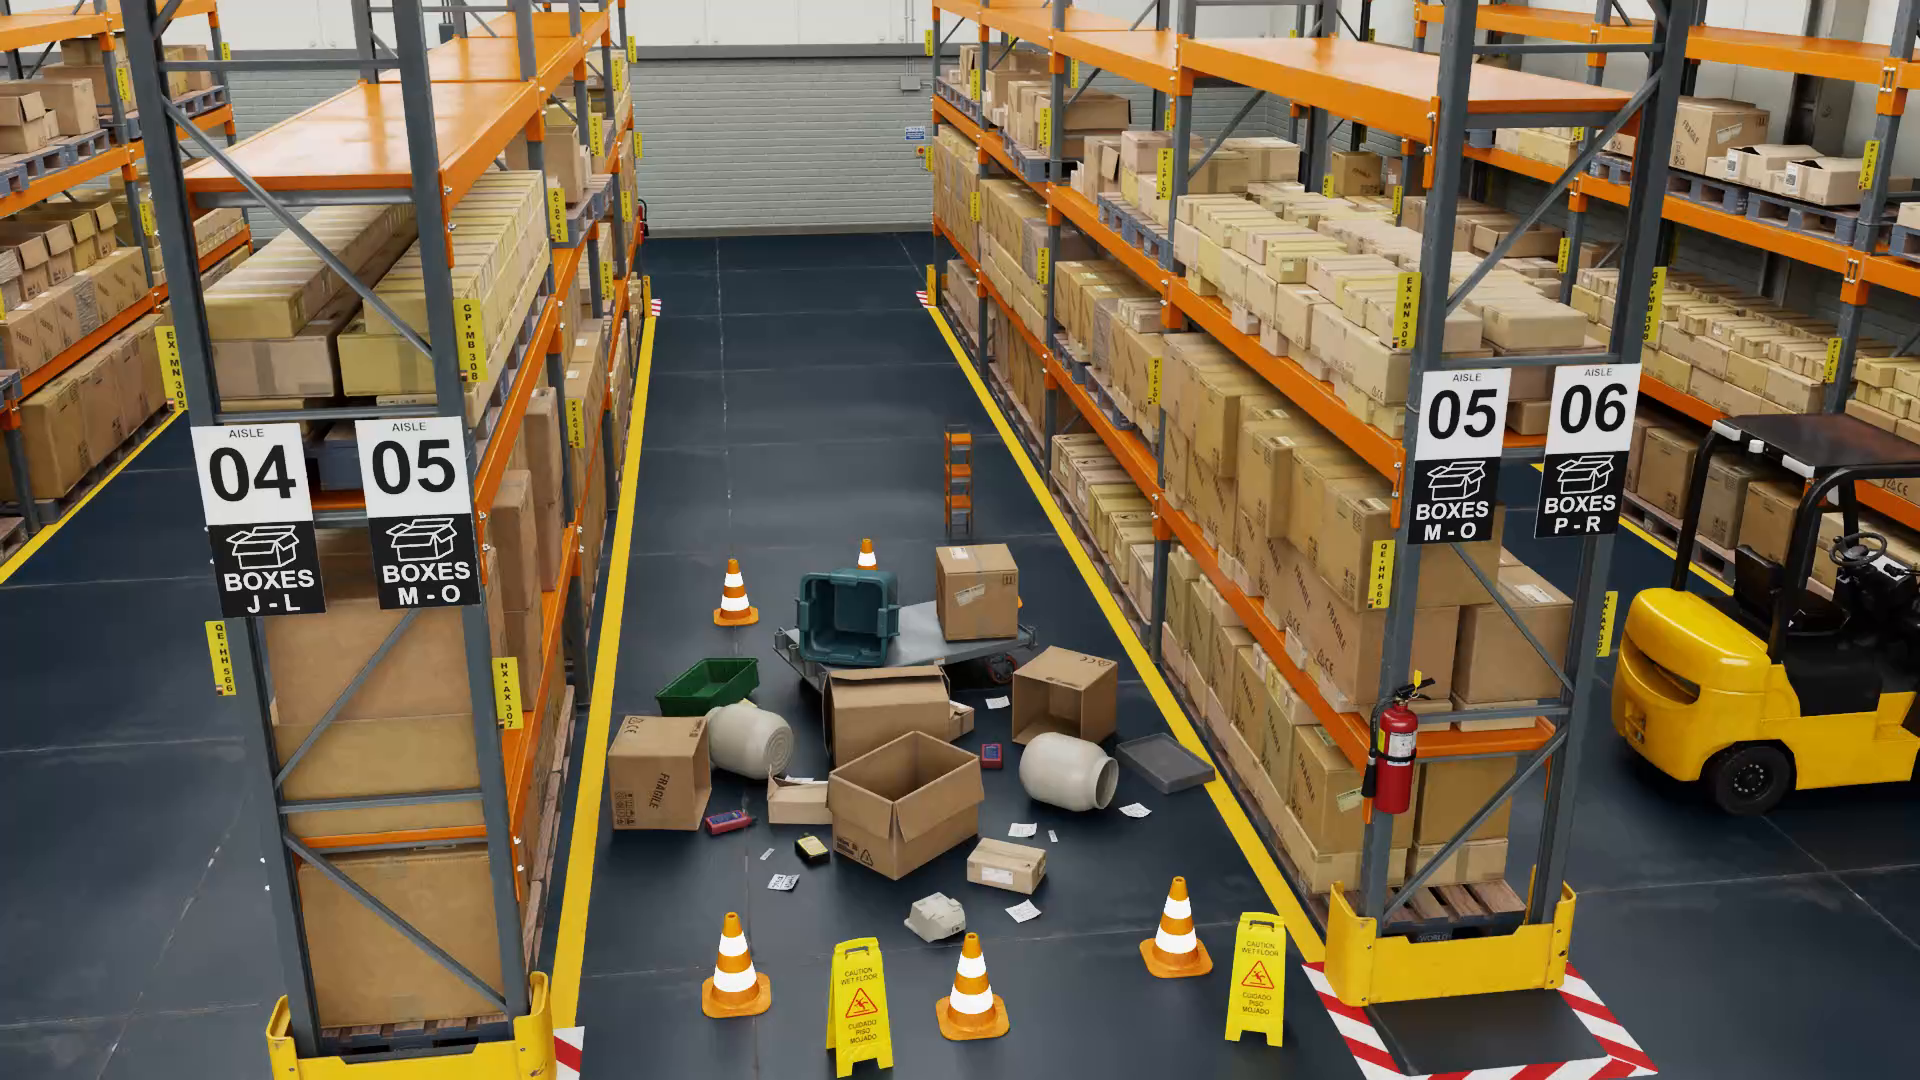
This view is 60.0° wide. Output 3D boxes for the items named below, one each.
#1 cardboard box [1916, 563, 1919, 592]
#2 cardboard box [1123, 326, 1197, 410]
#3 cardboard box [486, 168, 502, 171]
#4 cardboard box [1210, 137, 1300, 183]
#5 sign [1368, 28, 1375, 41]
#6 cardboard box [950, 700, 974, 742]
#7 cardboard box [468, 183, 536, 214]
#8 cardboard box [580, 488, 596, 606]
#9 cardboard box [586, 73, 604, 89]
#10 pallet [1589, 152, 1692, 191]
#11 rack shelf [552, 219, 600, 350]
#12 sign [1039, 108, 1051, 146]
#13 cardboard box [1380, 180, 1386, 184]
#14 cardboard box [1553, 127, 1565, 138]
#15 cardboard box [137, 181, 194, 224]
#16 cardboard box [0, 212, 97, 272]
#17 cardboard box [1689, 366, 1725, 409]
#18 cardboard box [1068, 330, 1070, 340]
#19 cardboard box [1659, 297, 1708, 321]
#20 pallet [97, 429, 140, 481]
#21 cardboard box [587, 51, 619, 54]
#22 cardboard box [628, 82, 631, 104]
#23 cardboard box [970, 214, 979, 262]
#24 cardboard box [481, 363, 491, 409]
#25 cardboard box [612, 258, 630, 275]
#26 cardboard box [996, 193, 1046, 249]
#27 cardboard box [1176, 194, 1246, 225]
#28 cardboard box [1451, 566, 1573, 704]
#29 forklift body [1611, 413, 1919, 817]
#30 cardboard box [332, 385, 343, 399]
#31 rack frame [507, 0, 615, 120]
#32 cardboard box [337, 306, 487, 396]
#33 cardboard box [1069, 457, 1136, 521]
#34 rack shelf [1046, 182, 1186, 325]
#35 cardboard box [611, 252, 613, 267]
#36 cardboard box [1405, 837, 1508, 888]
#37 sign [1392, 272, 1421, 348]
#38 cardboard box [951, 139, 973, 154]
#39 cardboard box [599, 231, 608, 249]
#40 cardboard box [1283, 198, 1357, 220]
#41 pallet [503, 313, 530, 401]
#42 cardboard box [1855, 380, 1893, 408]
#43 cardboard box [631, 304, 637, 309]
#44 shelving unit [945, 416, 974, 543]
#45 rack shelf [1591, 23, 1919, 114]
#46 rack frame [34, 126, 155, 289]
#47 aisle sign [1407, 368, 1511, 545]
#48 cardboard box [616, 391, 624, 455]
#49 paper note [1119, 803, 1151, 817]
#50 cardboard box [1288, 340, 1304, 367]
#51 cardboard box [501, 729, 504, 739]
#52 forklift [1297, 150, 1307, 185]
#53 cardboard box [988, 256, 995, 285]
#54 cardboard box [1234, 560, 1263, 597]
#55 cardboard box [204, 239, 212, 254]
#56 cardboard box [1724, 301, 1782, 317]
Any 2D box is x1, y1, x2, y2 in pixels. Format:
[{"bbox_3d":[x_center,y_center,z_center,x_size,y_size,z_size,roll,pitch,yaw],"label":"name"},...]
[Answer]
[{"bbox_3d":[6.688,0.344,10.983,0.500,0.250,0.500,-2,21,-6],"label":"cardboard box"},{"bbox_3d":[1.504,-1.263,12.216,0.500,0.500,0.500,-3,21,-7],"label":"cardboard box"},{"bbox_3d":[-3.483,-2.478,11.736,0.500,0.311,0.500,-4,21,-10],"label":"cardboard box"},{"bbox_3d":[2.101,-2.720,11.900,0.500,0.250,0.500,-3,21,-9],"label":"cardboard box"},{"bbox_3d":[5.604,-6.807,22.677,0.100,0.325,0.005,-3,21,-8],"label":"sign"},{"bbox_3d":[-0.136,1.111,10.936,0.396,0.266,0.258,17,27,39],"label":"cardboard box"},{"bbox_3d":[-2.573,-1.895,9.266,0.380,0.149,0.250,-3,21,-8],"label":"cardboard box"},{"bbox_3d":[-3.327,0.037,12.519,1.050,0.750,0.750,-3,21,-8],"label":"cardboard box"},{"bbox_3d":[-3.969,-4.914,17.803,0.380,0.149,0.250,-3,21,-9],"label":"cardboard box"},{"bbox_3d":[6.392,-3.283,14.776,1.213,0.211,1.003,-2,21,-5],"label":"pallet"},{"bbox_3d":[-3.301,-2.036,12.196,1.077,0.370,4.000,-3,21,-8],"label":"rack shelf"},{"bbox_3d":[0.744,-3.604,14.514,0.100,0.325,0.005,-3,21,-8],"label":"sign"},{"bbox_3d":[5.454,-4.711,22.406,0.500,0.250,0.500,-3,21,-8],"label":"cardboard box"},{"bbox_3d":[5.898,-3.920,15.855,0.380,0.149,0.250,-3,21,-9],"label":"cardboard box"},{"bbox_3d":[-9.048,-3.780,18.841,0.500,0.500,0.500,-4,21,-9],"label":"cardboard box"},{"bbox_3d":[-8.901,-2.888,16.159,0.797,0.503,0.637,-3,21,-7],"label":"cardboard box"},{"bbox_3d":[6.331,-1.250,13.564,0.500,0.250,0.500,-3,21,-7],"label":"cardboard box"},{"bbox_3d":[1.164,-1.803,14.588,0.380,0.149,0.250,-4,21,-11],"label":"cardboard box"},{"bbox_3d":[6.156,-1.976,14.223,0.380,0.149,0.250,-2,21,-7],"label":"cardboard box"},{"bbox_3d":[-8.724,-0.837,16.230,1.003,0.211,1.213,-3,21,-8],"label":"pallet"},{"bbox_3d":[-4.444,-5.997,20.701,0.380,0.149,0.250,-3,21,-7],"label":"cardboard box"},{"bbox_3d":[-4.416,-5.621,20.980,0.500,0.250,0.500,-3,21,-9],"label":"cardboard box"},{"bbox_3d":[0.398,-3.524,19.297,0.500,0.500,0.500,-3,21,-7],"label":"cardboard box"},{"bbox_3d":[-2.206,-0.645,7.058,0.380,0.149,0.250,-3,21,-7],"label":"cardboard box"},{"bbox_3d":[-3.883,-3.042,18.507,0.380,0.149,0.250,-2,21,-6],"label":"cardboard box"},{"bbox_3d":[0.667,-3.330,17.346,0.500,0.500,0.500,-3,21,-9],"label":"cardboard box"},{"bbox_3d":[1.593,-2.096,10.546,0.380,0.149,0.250,-3,21,-9],"label":"cardboard box"},{"bbox_3d":[2.653,0.461,8.202,0.500,0.500,0.500,-3,21,-9],"label":"cardboard box"},{"bbox_3d":[5.280,0.406,10.128,2.313,2.155,1.214,-3,21,-8],"label":"forklift body"},{"bbox_3d":[-2.893,-0.696,7.195,0.380,0.149,0.250,-3,21,-7],"label":"cardboard box"},{"bbox_3d":[-4.166,-5.856,17.107,1.000,3.000,0.127,-3,21,-8],"label":"rack frame"},{"bbox_3d":[-2.252,-0.788,6.873,0.500,0.250,0.500,-3,21,-8],"label":"cardboard box"},{"bbox_3d":[1.480,-0.459,14.389,0.950,0.372,0.625,-3,21,-9],"label":"cardboard box"},{"bbox_3d":[1.582,-2.321,12.958,1.077,0.370,4.000,-3,21,-8],"label":"rack shelf"},{"bbox_3d":[-3.913,-2.997,17.786,0.380,0.149,0.250,-3,21,-9],"label":"cardboard box"},{"bbox_3d":[2.605,1.623,8.987,0.500,0.250,0.500,-3,21,-8],"label":"cardboard box"},{"bbox_3d":[1.895,-0.974,7.059,0.100,0.325,0.005,-3,21,-8],"label":"sign"},{"bbox_3d":[0.100,-4.858,20.511,0.380,0.149,0.250,-3,21,-9],"label":"cardboard box"},{"bbox_3d":[-3.840,-3.091,17.189,0.380,0.149,0.250,-4,21,-9],"label":"cardboard box"},{"bbox_3d":[2.246,-2.036,10.387,0.380,0.149,0.250,-3,21,-9],"label":"cardboard box"},{"bbox_3d":[-2.733,-0.934,8.343,1.003,0.211,1.213,-3,21,-8],"label":"pallet"},{"bbox_3d":[6.568,-1.039,11.714,0.380,0.149,0.250,-3,21,-9],"label":"cardboard box"},{"bbox_3d":[-4.202,-2.814,20.587,0.380,0.149,0.250,-2,21,-5],"label":"cardboard box"},{"bbox_3d":[-0.008,-0.510,14.156,0.215,1.050,0.252,-3,21,-8],"label":"shelving unit"},{"bbox_3d":[6.494,-3.790,13.177,1.077,0.370,4.000,-3,21,-8],"label":"rack shelf"},{"bbox_3d":[-9.089,-2.830,17.581,1.000,3.000,0.127,-3,21,-8],"label":"rack frame"},{"bbox_3d":[2.169,-0.357,7.243,0.394,0.787,0.004,-3,21,-8],"label":"aisle sign"},{"bbox_3d":[-3.515,-1.118,15.968,0.500,0.500,0.500,-3,21,-7],"label":"cardboard box"},{"bbox_3d":[1.049,1.612,9.932,0.142,0.019,0.148,-11,23,-26],"label":"paper note"},{"bbox_3d":[1.962,-1.017,8.798,0.380,0.149,0.250,-3,21,-9],"label":"cardboard box"},{"bbox_3d":[-2.636,0.724,7.851,0.875,0.550,0.550,-3,21,-8],"label":"cardboard box"},{"bbox_3d":[2.998,-2.158,15.880,1.130,2.935,3.031,-3,21,-9],"label":"forklift"},{"bbox_3d":[0.596,-2.915,18.022,0.500,0.250,0.500,-3,21,-9],"label":"cardboard box"},{"bbox_3d":[1.838,0.212,9.794,0.380,0.149,0.250,-3,21,-8],"label":"cardboard box"},{"bbox_3d":[-9.068,-3.461,19.630,0.380,0.149,0.250,-3,21,-7],"label":"cardboard box"},{"bbox_3d":[6.693,-1.914,14.059,0.380,0.149,0.250,-2,21,-6],"label":"cardboard box"}]
